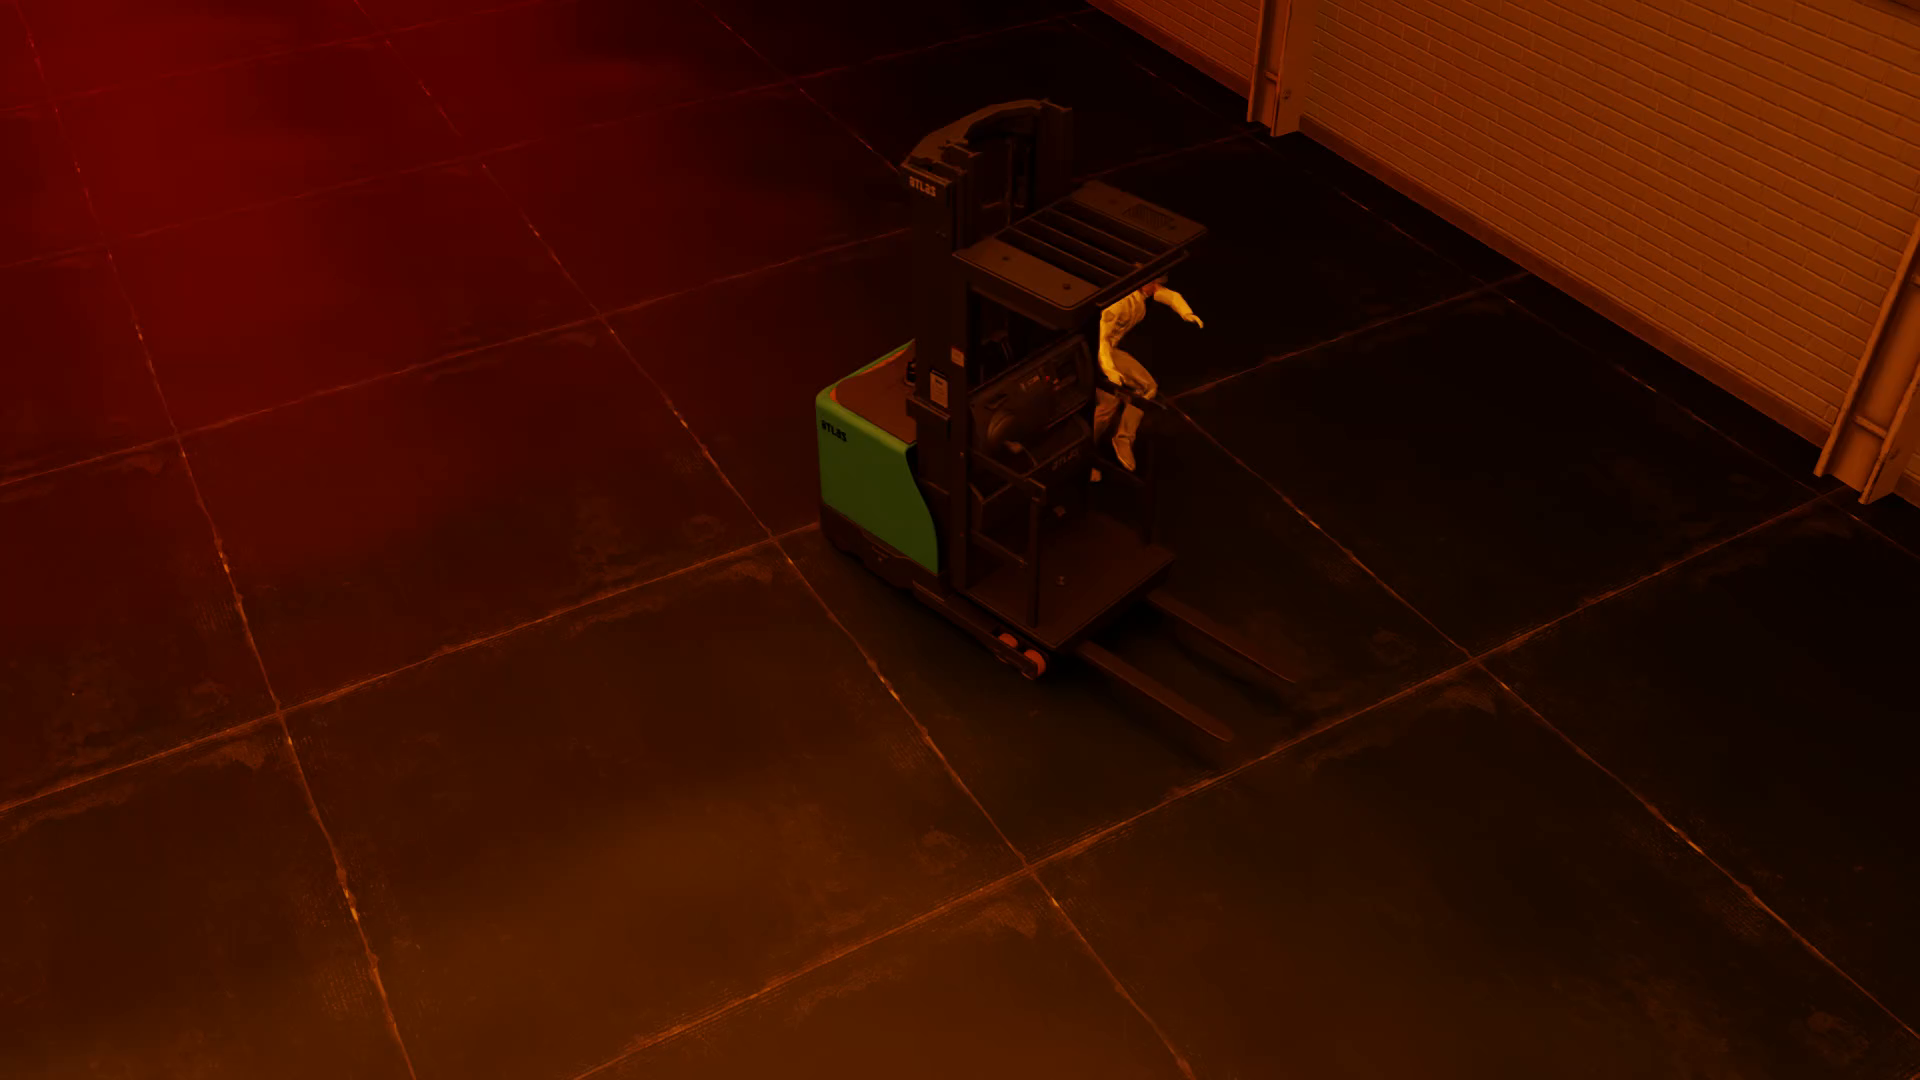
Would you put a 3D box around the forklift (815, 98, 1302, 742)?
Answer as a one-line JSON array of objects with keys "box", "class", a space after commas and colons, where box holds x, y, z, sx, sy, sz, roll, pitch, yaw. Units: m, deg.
[{"box": [0.548, -0.722, 8.907, 3.031, 2.935, 1.130, 32, 49, 32], "class": "forklift"}]

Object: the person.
[{"box": [1.098, -1.127, 10.564, 0.813, 1.430, 0.908, 10, 41, 12], "class": "person"}]
